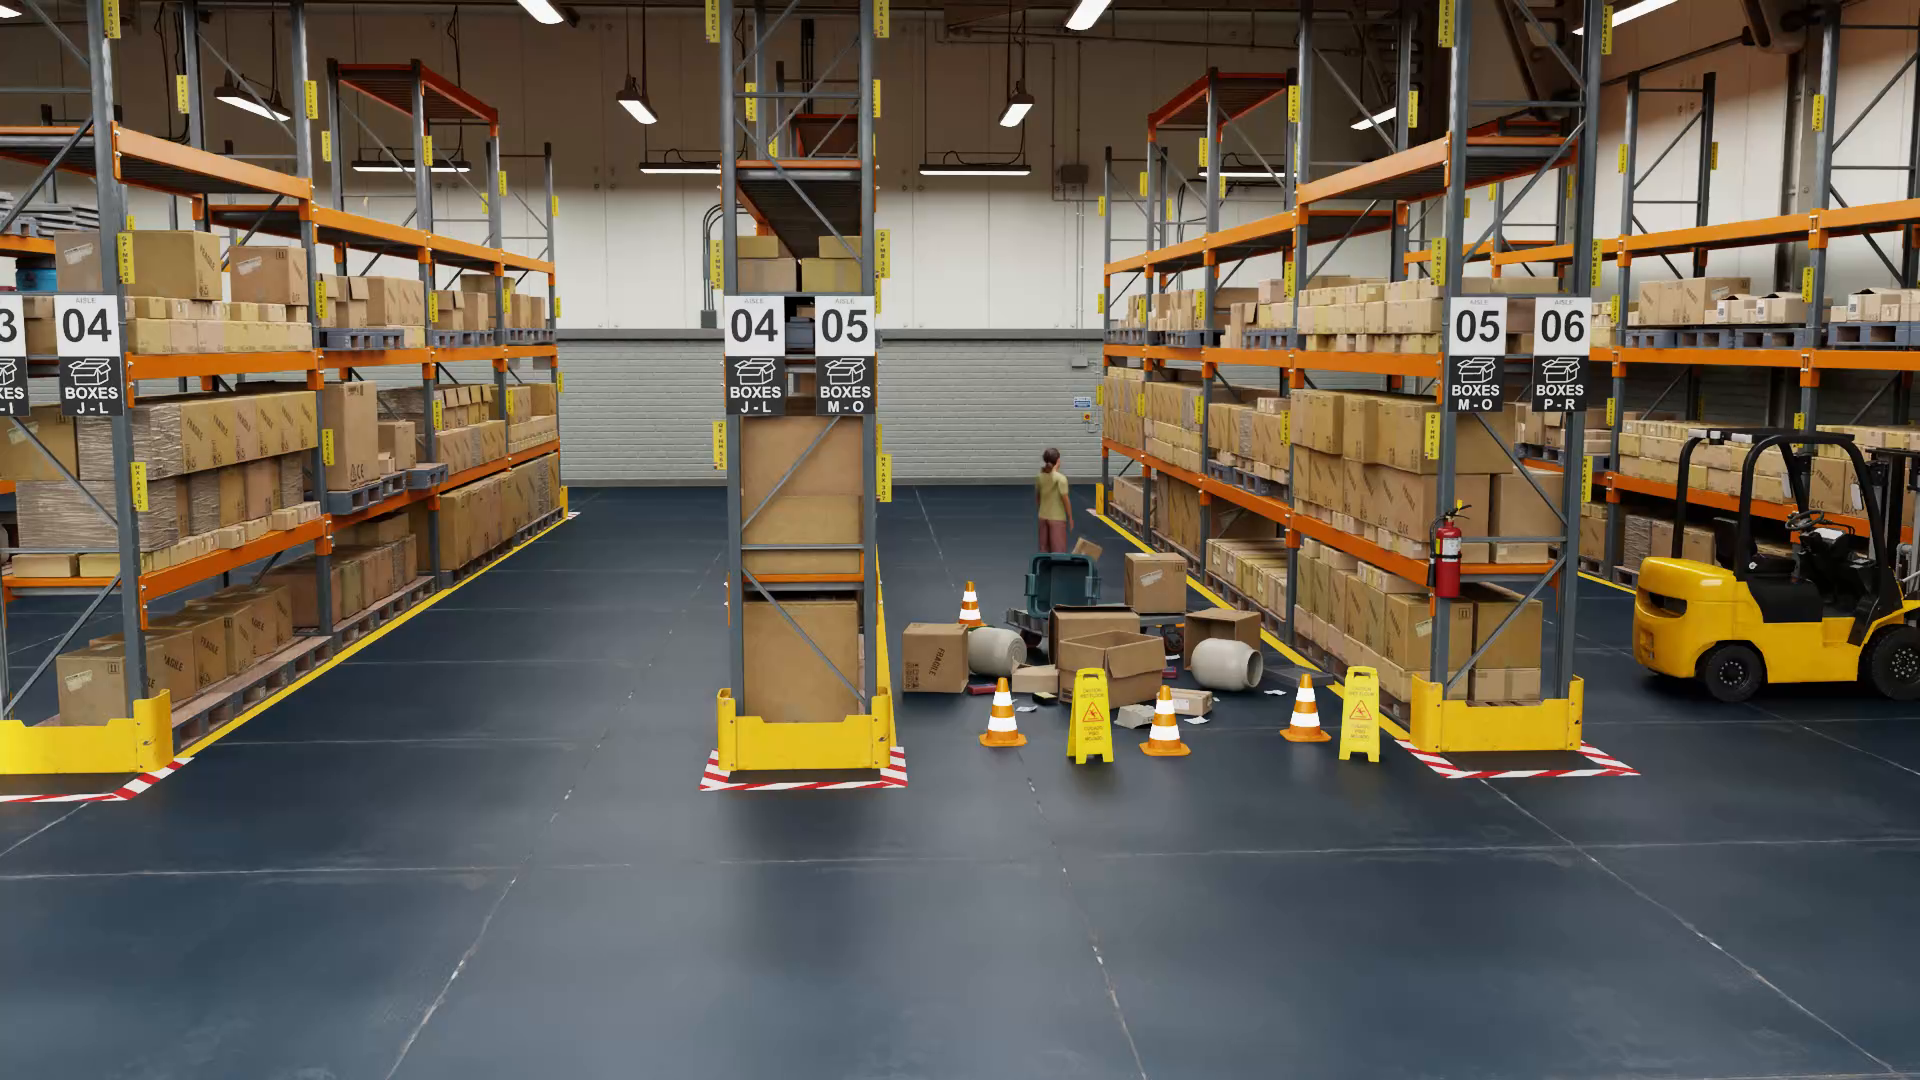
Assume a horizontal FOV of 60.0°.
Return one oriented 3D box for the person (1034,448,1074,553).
[{"bbox_3d":[1.061,-0.197,18.693,0.544,1.683,0.397,7,10,44],"label":"person"}]
